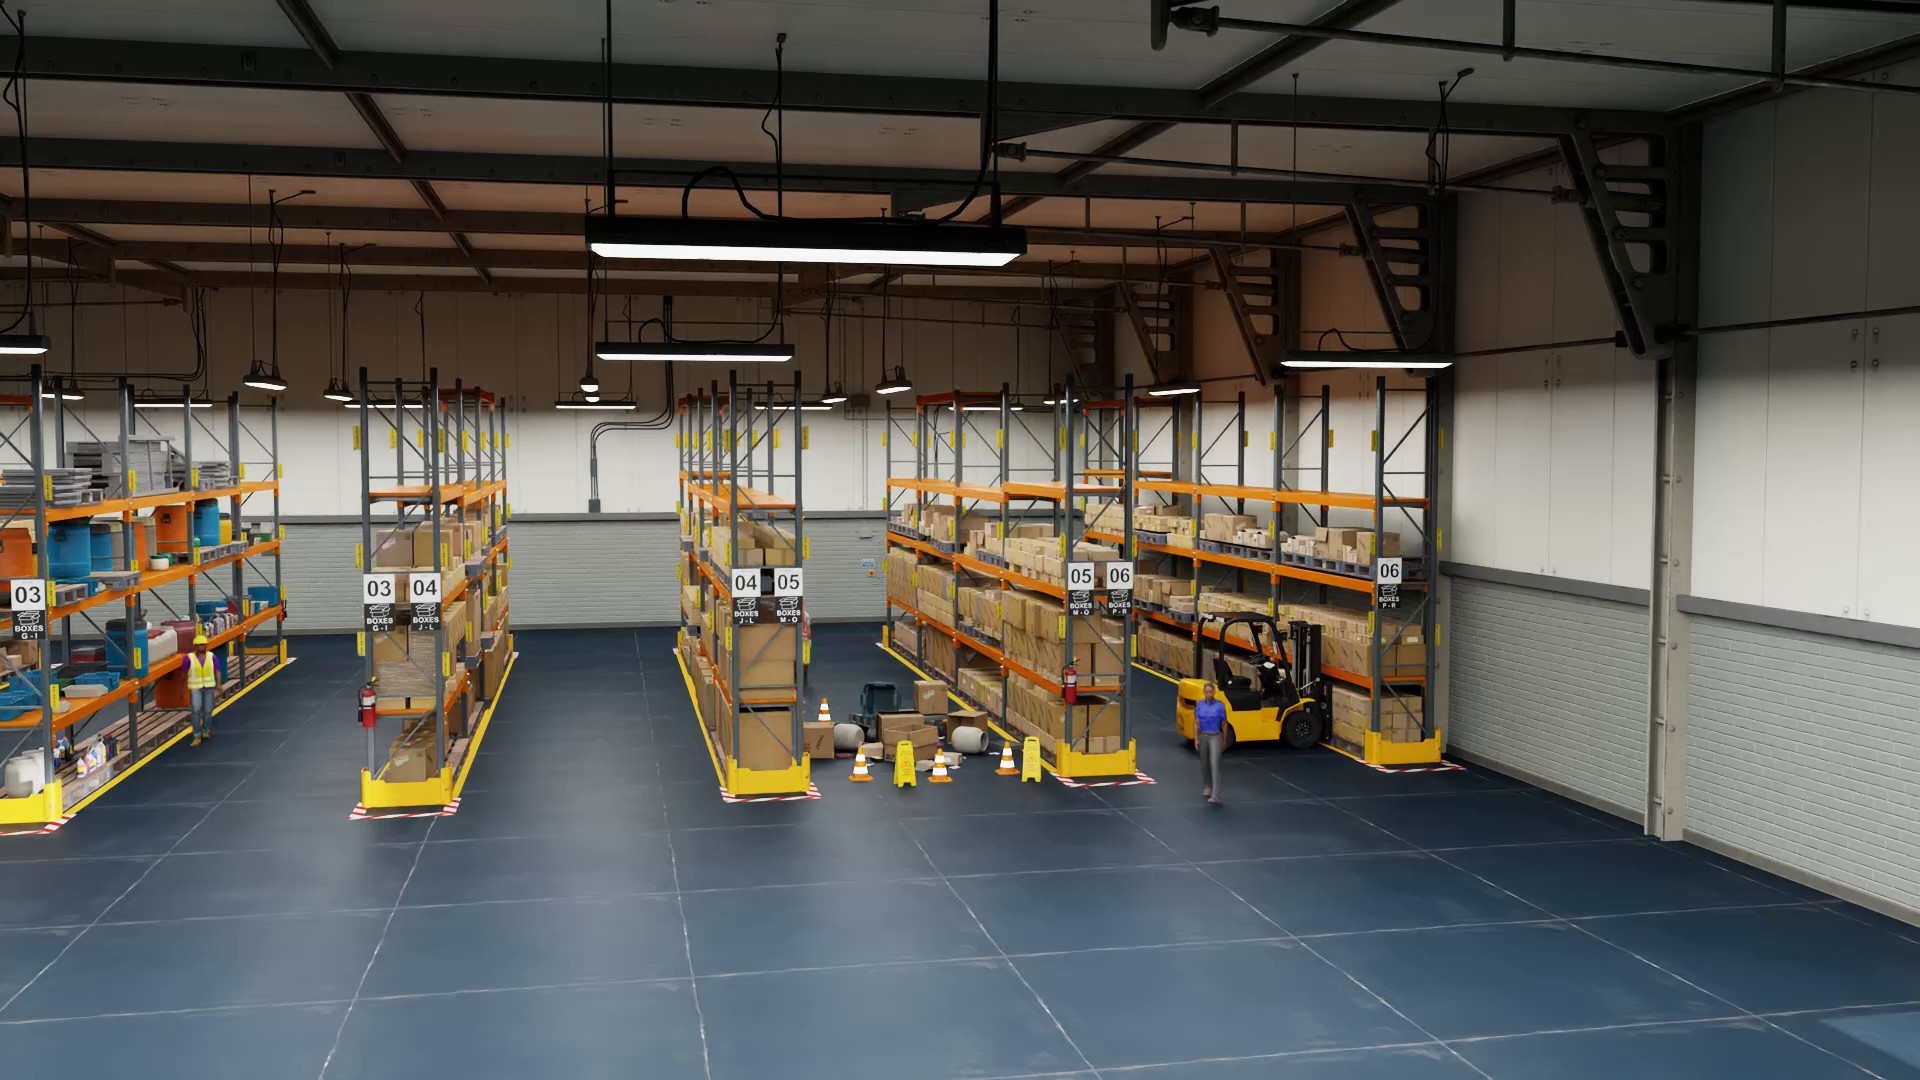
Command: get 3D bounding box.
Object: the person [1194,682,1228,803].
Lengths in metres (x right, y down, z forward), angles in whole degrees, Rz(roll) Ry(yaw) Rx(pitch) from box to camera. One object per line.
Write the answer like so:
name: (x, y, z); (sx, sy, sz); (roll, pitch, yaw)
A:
person: (3.487, 2.803, 23.206); (0.449, 1.631, 0.801); (2, 4, 29)

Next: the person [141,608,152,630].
person: (-16.477, 2.175, 33.421); (0.492, 1.656, 0.687); (0, 3, 5)

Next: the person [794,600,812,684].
person: (-3.313, 2.108, 34.121); (0.622, 1.858, 0.544); (1, 3, 10)

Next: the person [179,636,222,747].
person: (-12.591, 2.481, 27.633); (0.609, 1.764, 0.783); (-3, 4, -39)
